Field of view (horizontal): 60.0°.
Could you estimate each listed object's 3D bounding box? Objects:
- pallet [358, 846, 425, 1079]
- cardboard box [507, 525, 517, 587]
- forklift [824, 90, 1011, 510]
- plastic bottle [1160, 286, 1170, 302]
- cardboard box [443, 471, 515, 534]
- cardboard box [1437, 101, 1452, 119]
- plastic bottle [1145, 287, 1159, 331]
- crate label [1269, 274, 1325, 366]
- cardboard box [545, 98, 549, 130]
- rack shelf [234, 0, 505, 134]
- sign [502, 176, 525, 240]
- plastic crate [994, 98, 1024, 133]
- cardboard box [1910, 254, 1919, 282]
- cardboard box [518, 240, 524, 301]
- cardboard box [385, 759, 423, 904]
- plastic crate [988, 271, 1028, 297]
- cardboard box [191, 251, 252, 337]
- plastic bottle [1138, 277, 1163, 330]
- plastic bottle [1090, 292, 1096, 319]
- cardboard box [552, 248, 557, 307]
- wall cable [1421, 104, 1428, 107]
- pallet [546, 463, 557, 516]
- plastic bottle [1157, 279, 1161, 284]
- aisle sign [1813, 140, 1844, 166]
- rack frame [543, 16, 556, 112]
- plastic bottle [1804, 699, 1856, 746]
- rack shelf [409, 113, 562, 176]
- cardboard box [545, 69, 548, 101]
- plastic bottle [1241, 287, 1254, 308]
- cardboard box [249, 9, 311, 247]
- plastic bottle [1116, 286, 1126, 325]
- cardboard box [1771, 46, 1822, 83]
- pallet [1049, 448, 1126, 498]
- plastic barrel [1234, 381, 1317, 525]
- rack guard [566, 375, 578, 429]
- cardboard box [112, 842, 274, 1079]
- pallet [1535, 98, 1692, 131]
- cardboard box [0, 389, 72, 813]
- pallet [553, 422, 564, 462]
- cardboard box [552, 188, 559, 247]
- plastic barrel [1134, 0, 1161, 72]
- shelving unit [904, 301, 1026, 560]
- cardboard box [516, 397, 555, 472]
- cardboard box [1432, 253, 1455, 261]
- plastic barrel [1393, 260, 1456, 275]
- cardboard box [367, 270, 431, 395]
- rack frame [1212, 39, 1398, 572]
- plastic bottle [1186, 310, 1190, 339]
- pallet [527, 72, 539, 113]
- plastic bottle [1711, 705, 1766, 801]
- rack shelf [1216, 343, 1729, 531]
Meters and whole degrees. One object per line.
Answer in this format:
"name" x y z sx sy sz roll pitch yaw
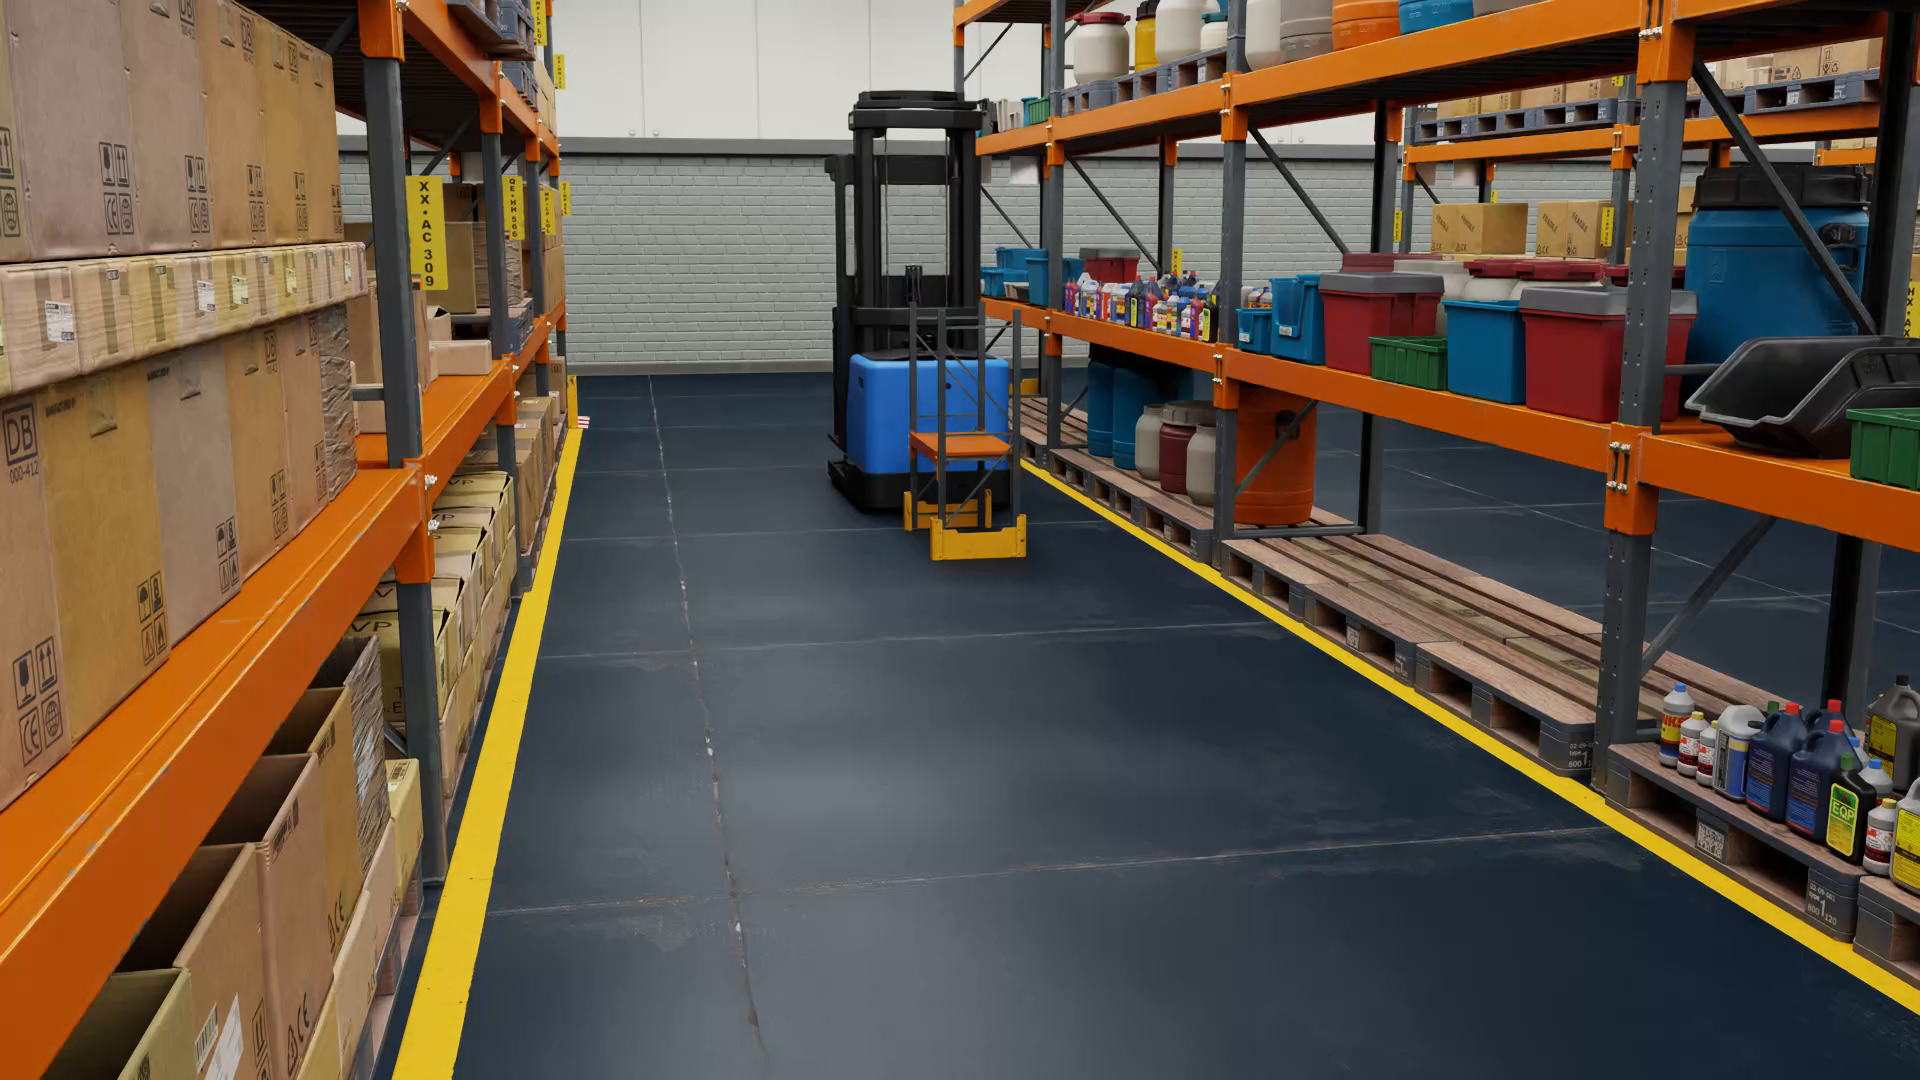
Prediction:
"pallet" -1.976 1.112 4.288 1.003 0.211 1.213 -2 11 -11
"cardboard box" -2.526 0.093 8.414 0.500 0.250 0.500 -2 11 -10
"forklift" -0.434 -1.882 12.747 1.130 2.935 3.031 -2 11 -11
"plastic bottle" 1.378 -1.568 11.225 0.061 0.283 0.133 -2 11 -11
"cardboard box" -2.524 -0.183 8.364 0.500 0.311 0.500 -2 11 -10
"cardboard box" 5.448 -4.650 17.425 0.700 0.500 0.500 -3 11 -14
"plastic bottle" 1.272 -1.529 11.020 0.061 0.283 0.133 -2 11 -11
"crate label" 1.920 -1.143 8.587 0.502 0.435 0.616 -2 11 -11
"cardboard box" -3.787 -3.646 14.206 0.500 0.250 0.500 -2 11 -11
"rack shelf" -2.479 -1.892 6.516 1.077 0.370 4.000 -2 11 -11
"sign" -2.324 -1.728 8.657 0.100 0.325 0.005 -2 11 -11
"plastic crate" 0.564 -3.783 14.844 0.437 0.282 0.530 -2 11 -11
"cardboard box" 6.511 -1.629 10.964 0.500 0.500 0.500 -2 11 -9
"cardboard box" -3.241 -1.806 10.772 0.700 0.500 0.500 -5 12 -25
"cardboard box" -1.785 0.817 4.615 0.500 0.250 0.500 -2 11 -11
"plastic crate" 0.476 -2.379 15.459 0.416 0.233 0.300 -2 11 -11
"cardboard box" -1.526 -0.449 3.032 0.380 0.149 0.250 -2 11 -9
"plastic bottle" 1.282 -1.593 11.175 0.144 0.351 0.185 -2 11 -11
"plastic bottle" 1.016 -1.748 12.390 0.097 0.201 0.097 0 11 0
"cardboard box" -3.675 -2.210 14.020 0.500 0.500 0.500 -2 11 -11
"wall cable" 7.575 -8.655 23.500 2.277 5.999 0.120 -2 11 -11
"pallet" -3.450 -0.355 11.995 1.003 0.211 1.213 -2 11 -11
"plastic bottle" 1.608 -1.930 13.147 0.152 0.276 0.135 -2 11 -11
"aisle sign" 9.871 -4.407 18.875 0.394 0.787 0.004 -2 11 -11
"rack frame" -4.424 -5.553 15.804 1.000 3.000 0.127 -2 11 -11
"plastic bottle" 2.661 0.659 5.122 0.144 0.351 0.185 -2 11 -11
"rack shelf" -4.035 -3.359 14.225 1.077 0.370 4.000 -2 11 -11
"cardboard box" -3.779 -3.891 14.161 0.500 0.250 0.500 -2 11 -11
"plastic bottle" 1.955 -1.603 11.426 0.152 0.276 0.135 -2 11 -11
"cardboard box" -1.898 -0.918 3.758 0.700 0.500 0.500 -2 11 -11
"plastic bottle" 1.151 -1.655 11.714 0.097 0.271 0.097 0 11 0
"cardboard box" 6.432 -3.603 12.181 0.797 0.503 0.637 -2 11 -12
"pallet" 1.323 -0.539 12.963 1.003 0.211 1.213 -2 11 -11
"plastic barrel" 1.880 -0.547 10.231 0.600 0.830 0.708 -2 11 -11
"rack guard" -4.409 -1.364 16.526 1.175 0.500 0.348 -2 11 -11
"cardboard box" -1.407 0.815 2.615 0.500 0.500 0.500 -2 11 -11
"pallet" 5.923 -3.812 14.918 1.003 0.211 1.213 -2 11 -11
"cardboard box" -1.497 0.097 1.896 0.700 0.500 0.500 -2 11 -10
"pallet" -4.019 -0.852 14.612 1.003 0.211 1.213 -2 11 -11
"cardboard box" -3.763 -2.793 14.406 0.500 0.500 0.500 -2 11 -9
"plastic barrel" 1.591 -3.664 12.276 0.600 0.588 0.600 0 11 0
"shelving unit" 0.015 -0.723 10.483 0.587 1.500 1.083 -2 11 -11
"cardboard box" -3.268 -0.780 12.283 0.500 0.500 0.500 -2 11 -11
"cardboard box" 5.230 -2.845 17.227 0.500 0.250 0.500 -2 11 -12
"plastic barrel" 2.402 -1.192 8.638 0.421 0.512 0.421 0 11 0
"cardboard box" -2.525 -0.881 7.033 0.500 0.500 0.500 -3 11 -14
"rack frame" 1.992 -1.318 9.599 1.000 3.000 0.127 -2 11 -11
"plastic bottle" 1.445 -1.343 10.263 0.097 0.201 0.097 0 11 0
"pallet" -3.588 -3.131 11.606 1.213 0.211 1.003 -2 11 -11
"plastic bottle" 2.492 0.670 5.261 0.152 0.276 0.135 -2 11 -9
"rack shelf" 2.381 -0.598 7.739 1.077 0.370 4.000 -2 11 -11
